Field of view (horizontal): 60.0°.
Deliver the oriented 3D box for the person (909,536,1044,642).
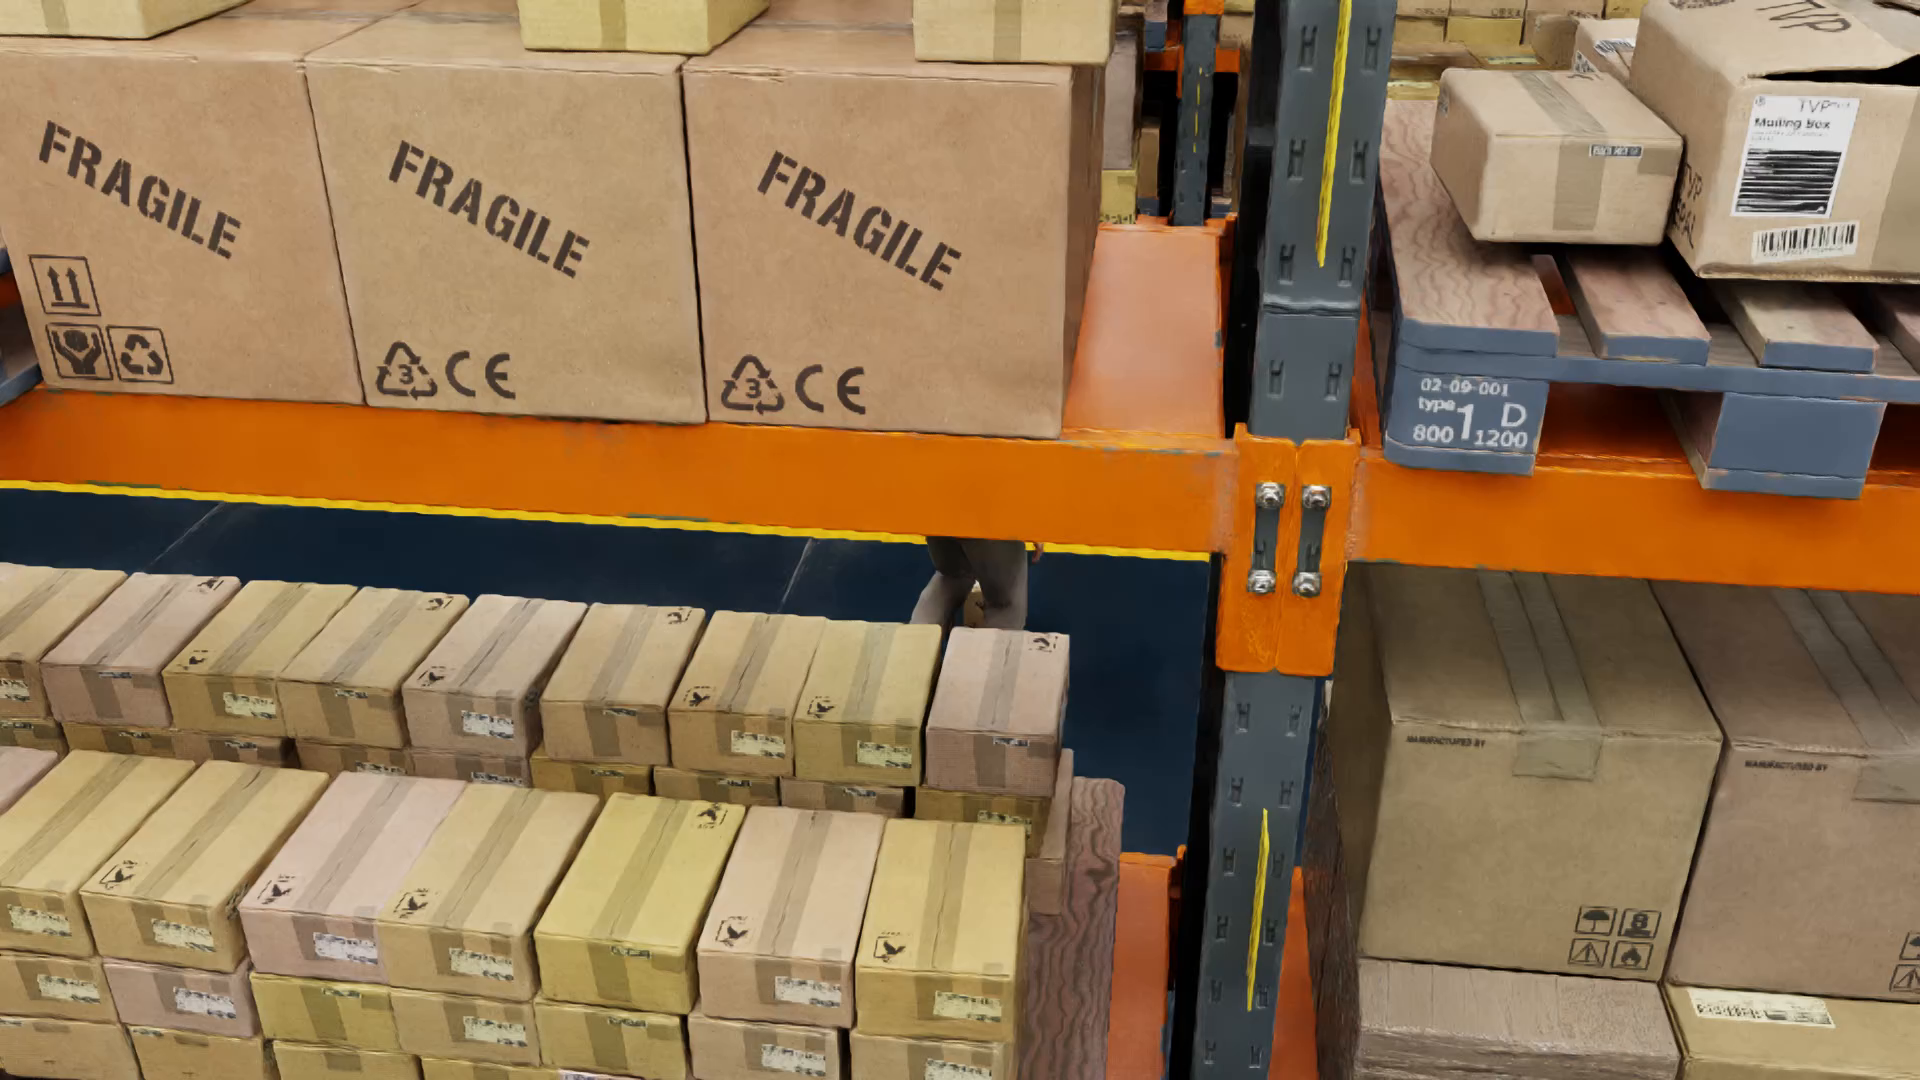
[{"bbox_3d":[0.076,-0.125,6.372,0.603,1.719,0.516,19,34,31],"label":"person"}]
